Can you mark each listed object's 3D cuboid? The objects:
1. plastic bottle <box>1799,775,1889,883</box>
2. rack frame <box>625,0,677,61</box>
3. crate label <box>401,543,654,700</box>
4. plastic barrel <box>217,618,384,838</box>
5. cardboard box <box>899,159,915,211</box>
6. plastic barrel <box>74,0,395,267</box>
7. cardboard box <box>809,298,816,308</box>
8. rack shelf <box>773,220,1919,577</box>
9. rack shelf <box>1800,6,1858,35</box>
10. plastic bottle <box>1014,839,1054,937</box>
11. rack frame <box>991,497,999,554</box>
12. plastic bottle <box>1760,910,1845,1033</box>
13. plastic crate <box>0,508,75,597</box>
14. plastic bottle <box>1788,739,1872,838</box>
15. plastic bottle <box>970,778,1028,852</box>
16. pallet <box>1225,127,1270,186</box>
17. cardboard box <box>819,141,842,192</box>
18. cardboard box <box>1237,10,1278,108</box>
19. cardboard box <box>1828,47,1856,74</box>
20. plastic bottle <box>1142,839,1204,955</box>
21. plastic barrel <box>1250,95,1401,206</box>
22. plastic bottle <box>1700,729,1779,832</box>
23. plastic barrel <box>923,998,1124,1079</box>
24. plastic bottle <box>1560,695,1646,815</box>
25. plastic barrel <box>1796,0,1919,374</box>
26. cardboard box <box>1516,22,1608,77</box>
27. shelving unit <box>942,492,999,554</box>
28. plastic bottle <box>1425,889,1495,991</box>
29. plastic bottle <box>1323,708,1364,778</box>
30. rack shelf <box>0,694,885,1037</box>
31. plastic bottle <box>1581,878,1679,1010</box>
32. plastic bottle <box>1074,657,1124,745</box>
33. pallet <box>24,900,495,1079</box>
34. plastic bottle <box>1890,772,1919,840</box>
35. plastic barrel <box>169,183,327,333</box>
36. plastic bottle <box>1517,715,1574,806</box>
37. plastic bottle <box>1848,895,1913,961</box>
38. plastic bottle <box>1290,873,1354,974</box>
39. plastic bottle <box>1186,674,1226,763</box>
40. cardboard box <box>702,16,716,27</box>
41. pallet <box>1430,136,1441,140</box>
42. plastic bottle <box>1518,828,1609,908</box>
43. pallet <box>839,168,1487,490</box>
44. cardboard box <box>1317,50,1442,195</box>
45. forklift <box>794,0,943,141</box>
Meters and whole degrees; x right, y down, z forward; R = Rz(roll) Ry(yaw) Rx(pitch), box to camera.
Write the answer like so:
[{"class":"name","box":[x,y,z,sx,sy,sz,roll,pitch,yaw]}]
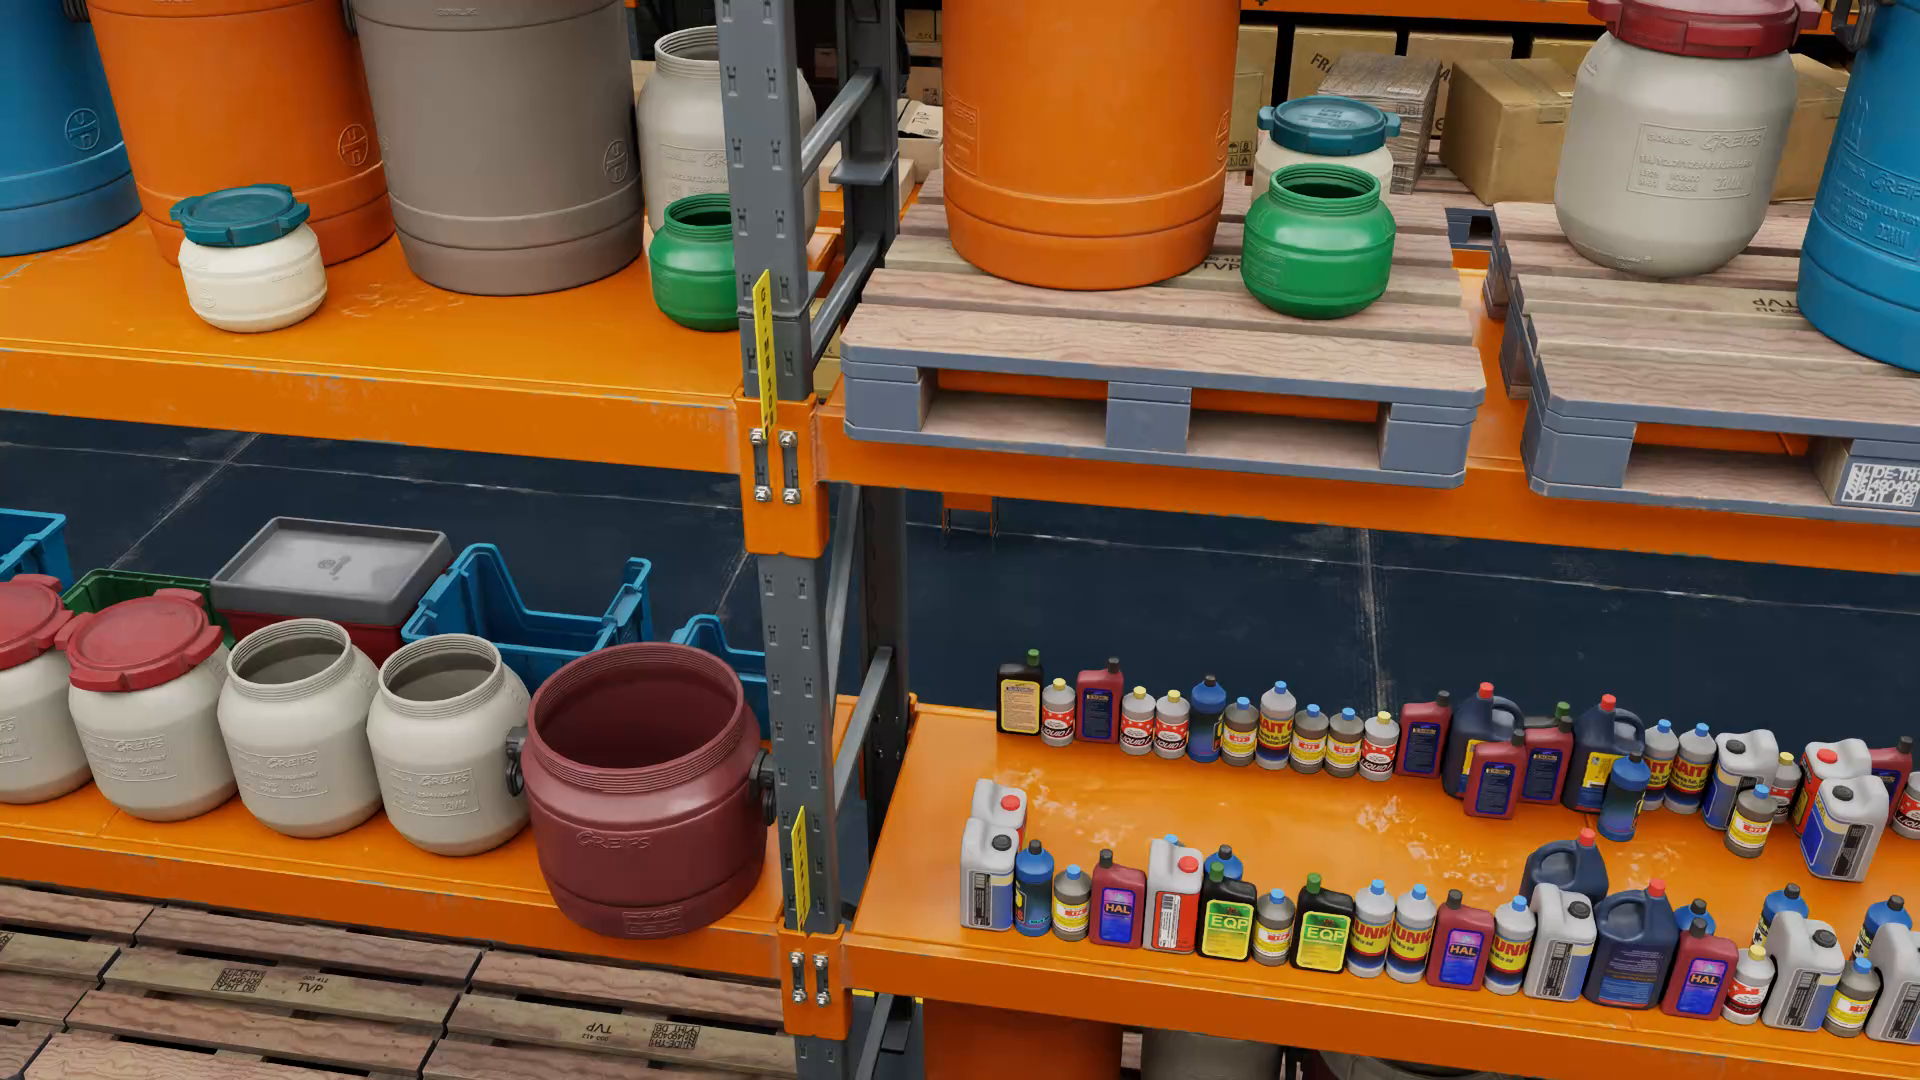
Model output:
[{"class":"plastic bottle","box":[2.316,0.741,4.355,0.135,0.276,0.152,5,32,8]},{"class":"rack frame","box":[-2.572,-4.963,13.352,0.127,3.000,1.000,5,32,8]},{"class":"crate label","box":[-1.230,0.330,4.862,0.616,0.435,0.502,5,32,8]},{"class":"plastic barrel","box":[-1.761,0.510,4.502,0.421,0.512,0.421,0,32,0]},{"class":"cardboard box","box":[-0.392,-1.844,8.606,0.250,0.149,0.380,5,32,8]},{"class":"plastic barrel","box":[-1.714,-1.123,3.986,0.708,0.830,0.600,5,32,8]},{"class":"cardboard box","box":[-1.027,-1.273,9.123,0.500,0.311,0.500,5,32,8]},{"class":"rack shelf","box":[1.675,-0.213,3.613,4.000,0.370,1.077,5,32,8]},{"class":"rack shelf","box":[7.285,-3.766,12.117,4.000,0.370,1.077,5,32,8]},{"class":"plastic bottle","box":[0.186,0.862,4.167,0.097,0.271,0.097,0,32,0]},{"class":"rack frame","box":[0.173,-0.429,7.946,0.008,1.050,0.200,5,32,8]},{"class":"plastic bottle","box":[1.985,1.009,3.928,0.135,0.276,0.152,5,32,8]},{"class":"plastic crate","box":[-3.100,0.161,5.181,0.575,0.384,0.392,5,32,8]},{"class":"plastic bottle","box":[2.342,0.662,4.482,0.135,0.276,0.152,5,32,8]},{"class":"plastic bottle","box":[0.101,0.756,4.332,0.135,0.276,0.152,5,32,8]},{"class":"pallet","box":[1.221,-1.910,8.655,1.003,0.211,1.213,5,32,8]},{"class":"cardboard box","box":[-0.726,-1.993,8.843,0.250,0.149,0.380,8,33,12]},{"class":"cardboard box","box":[2.073,-3.739,13.026,0.750,0.750,0.750,5,32,8]},{"class":"cardboard box","box":[6.703,-3.570,12.475,0.250,0.149,0.380,4,32,7]},{"class":"plastic bottle","box":[0.532,0.877,4.139,0.135,0.276,0.152,5,32,8]},{"class":"plastic barrel","box":[0.785,-0.796,3.603,0.301,0.262,0.301,0,32,0]},{"class":"plastic bottle","box":[2.113,0.641,4.516,0.135,0.276,0.152,5,32,8]},{"class":"plastic barrel","box":[0.189,1.352,4.912,0.708,0.830,0.600,5,32,8]},{"class":"plastic bottle","box":[1.764,0.576,4.550,0.185,0.351,0.144,5,32,8]},{"class":"plastic barrel","box":[1.939,-0.802,3.009,0.708,0.901,0.600,5,32,8]},{"class":"cardboard box","box":[4.651,-3.506,12.654,0.750,0.750,0.750,6,32,9]},{"class":"shelving unit","box":[0.053,-0.440,7.964,0.252,1.050,0.215,5,32,8]},{"class":"plastic bottle","box":[1.207,0.960,4.000,0.133,0.283,0.061,5,32,8]},{"class":"plastic bottle","box":[1.088,0.565,4.707,0.097,0.201,0.097,0,32,0]},{"class":"rack shelf","box":[-2.268,0.702,4.980,4.000,0.370,1.077,5,32,8]},{"class":"plastic bottle","box":[1.600,0.944,3.961,0.185,0.351,0.144,5,32,8]},{"class":"plastic bottle","box":[0.402,0.458,4.800,0.133,0.283,0.061,5,32,8]},{"class":"pallet","box":[-2.252,1.558,5.562,1.213,0.211,1.003,5,32,8]},{"class":"plastic bottle","box":[2.592,0.701,4.490,0.097,0.201,0.097,0,32,0]},{"class":"plastic barrel","box":[-1.589,-0.629,3.731,0.301,0.262,0.301,0,32,0]},{"class":"plastic bottle","box":[1.604,0.600,4.574,0.133,0.283,0.061,5,32,8]},{"class":"plastic bottle","box":[2.217,0.964,4.004,0.097,0.271,0.097,0,32,0]},{"class":"plastic bottle","box":[0.884,0.930,4.047,0.133,0.283,0.061,5,32,8]},{"class":"plastic bottle","box":[0.704,0.501,4.744,0.097,0.271,0.097,0,32,0]},{"class":"cardboard box","box":[-1.844,-4.033,13.807,0.500,0.500,0.700,6,33,10]},{"class":"pallet","box":[3.334,-3.204,13.170,1.213,0.211,1.003,5,32,8]},{"class":"plastic bottle","box":[1.493,0.853,4.107,0.185,0.351,0.144,5,32,8]},{"class":"pallet","box":[0.441,-0.497,3.567,1.213,0.211,1.003,5,32,8]},{"class":"cardboard box","box":[2.050,-2.057,8.218,0.500,0.500,0.700,11,34,17]},{"class":"forklift","box":[-0.238,-2.964,10.222,3.031,2.935,1.130,5,32,8]}]
